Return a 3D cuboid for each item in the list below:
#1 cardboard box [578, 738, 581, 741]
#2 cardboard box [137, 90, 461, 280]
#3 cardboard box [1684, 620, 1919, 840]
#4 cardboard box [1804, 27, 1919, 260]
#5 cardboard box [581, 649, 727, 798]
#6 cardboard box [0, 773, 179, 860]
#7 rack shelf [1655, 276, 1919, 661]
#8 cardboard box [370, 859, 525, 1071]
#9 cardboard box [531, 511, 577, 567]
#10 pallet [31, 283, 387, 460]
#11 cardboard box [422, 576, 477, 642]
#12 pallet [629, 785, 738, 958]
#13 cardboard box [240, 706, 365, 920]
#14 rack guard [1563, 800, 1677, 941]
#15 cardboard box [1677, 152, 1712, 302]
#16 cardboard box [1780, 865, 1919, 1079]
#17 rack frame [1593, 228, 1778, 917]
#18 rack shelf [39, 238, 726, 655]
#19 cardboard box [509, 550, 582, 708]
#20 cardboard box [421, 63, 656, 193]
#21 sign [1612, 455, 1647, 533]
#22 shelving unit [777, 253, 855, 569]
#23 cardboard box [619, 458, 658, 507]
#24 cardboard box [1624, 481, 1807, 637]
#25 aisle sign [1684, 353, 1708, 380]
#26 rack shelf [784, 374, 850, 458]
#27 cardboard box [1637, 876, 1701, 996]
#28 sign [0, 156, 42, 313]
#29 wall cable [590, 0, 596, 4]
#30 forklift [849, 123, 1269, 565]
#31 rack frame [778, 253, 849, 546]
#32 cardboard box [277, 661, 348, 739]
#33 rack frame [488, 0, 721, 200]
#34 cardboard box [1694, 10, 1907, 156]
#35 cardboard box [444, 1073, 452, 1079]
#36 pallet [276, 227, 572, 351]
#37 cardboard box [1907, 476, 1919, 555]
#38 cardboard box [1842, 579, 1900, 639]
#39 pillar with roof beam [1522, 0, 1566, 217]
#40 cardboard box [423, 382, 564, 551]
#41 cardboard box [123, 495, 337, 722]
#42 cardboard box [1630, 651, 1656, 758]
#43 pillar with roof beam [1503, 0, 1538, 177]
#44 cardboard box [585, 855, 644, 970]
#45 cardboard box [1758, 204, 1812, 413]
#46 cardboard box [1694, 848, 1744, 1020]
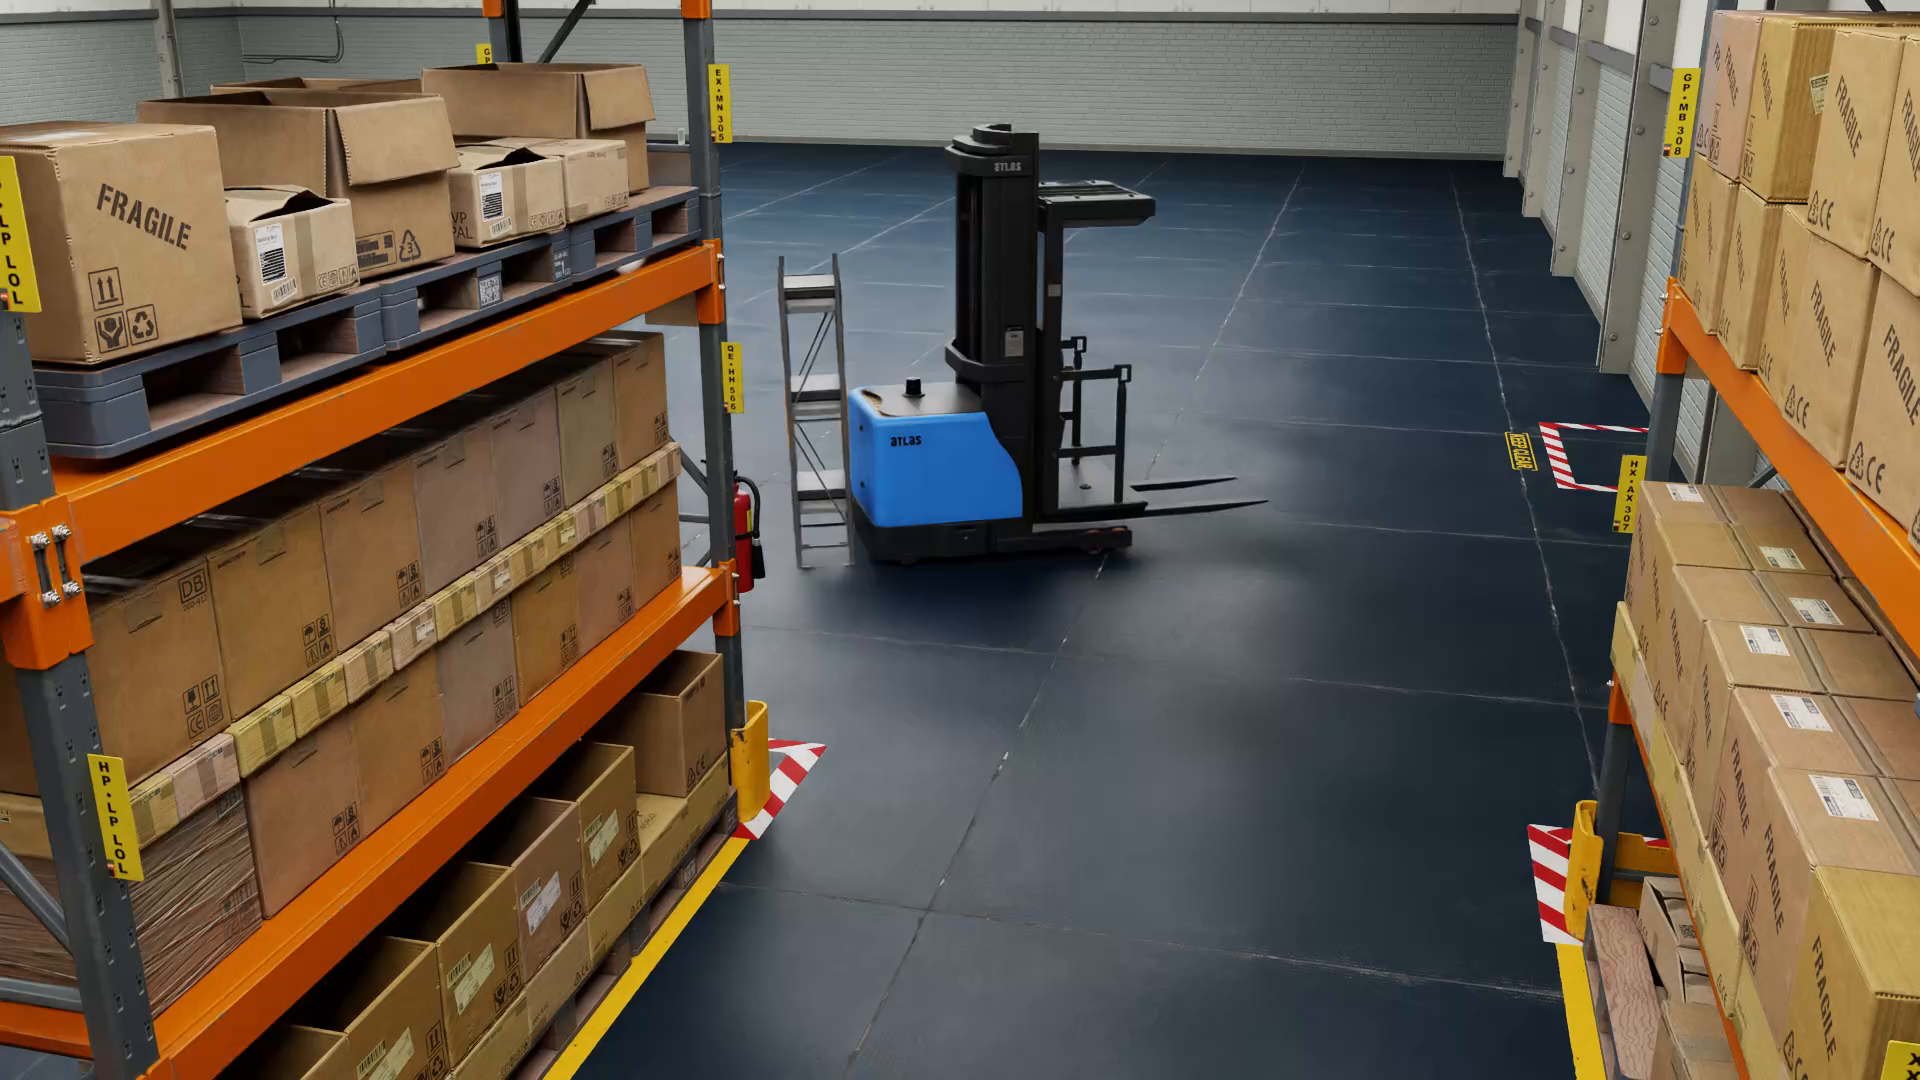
[{"bbox_3d":[-1.903,1.130,7.842,0.500,0.250,0.500,5,19,13],"label":"cardboard box"},{"bbox_3d":[-2.009,-1.108,5.126,0.797,0.503,0.637,7,20,19],"label":"cardboard box"},{"bbox_3d":[2.463,0.578,4.895,0.500,0.500,0.500,5,20,15],"label":"cardboard box"},{"bbox_3d":[2.371,-0.944,3.937,0.500,0.500,0.500,4,19,11],"label":"cardboard box"},{"bbox_3d":[-1.399,0.816,7.601,0.500,0.500,0.500,5,19,13],"label":"cardboard box"},{"bbox_3d":[-2.280,0.708,4.316,0.380,0.149,0.250,5,19,13],"label":"cardboard box"},{"bbox_3d":[2.759,-0.185,4.560,1.077,0.370,4.000,5,19,13],"label":"rack shelf"},{"bbox_3d":[-1.873,1.445,5.762,0.500,0.500,0.500,5,19,13],"label":"cardboard box"},{"bbox_3d":[-1.717,-0.019,6.444,0.380,0.149,0.250,5,20,15],"label":"cardboard box"},{"bbox_3d":[-2.350,-0.516,4.554,1.003,0.211,1.213,5,19,13],"label":"pallet"},{"bbox_3d":[-1.905,0.222,5.739,0.380,0.149,0.250,4,19,13],"label":"cardboard box"},{"bbox_3d":[-1.703,1.440,7.645,1.003,0.211,1.213,5,19,13],"label":"pallet"},{"bbox_3d":[-2.309,0.778,5.114,0.700,0.500,0.500,4,19,13],"label":"cardboard box"},{"bbox_3d":[3.229,1.474,7.098,1.175,0.500,0.348,5,19,13],"label":"rack guard"},{"bbox_3d":[2.924,-1.124,6.011,0.500,0.500,0.500,5,20,15],"label":"cardboard box"},{"bbox_3d":[2.086,1.055,3.499,0.500,0.500,0.500,5,19,13],"label":"cardboard box"},{"bbox_3d":[3.248,0.267,6.764,1.000,3.000,0.127,5,19,13],"label":"rack frame"},{"bbox_3d":[-2.045,-0.575,5.702,1.077,0.370,4.000,5,19,13],"label":"rack shelf"},{"bbox_3d":[-1.933,0.295,6.527,0.700,0.500,0.500,5,19,14],"label":"cardboard box"},{"bbox_3d":[-1.701,-1.676,6.788,0.797,0.503,0.637,6,20,17],"label":"cardboard box"},{"bbox_3d":[2.722,-0.185,6.750,0.100,0.325,0.005,5,19,13],"label":"sign"},{"bbox_3d":[-0.988,-0.883,11.504,0.431,2.100,0.503,-3,19,-4],"label":"shelving unit"},{"bbox_3d":[-1.528,-0.260,7.150,0.380,0.149,0.250,5,20,15],"label":"cardboard box"},{"bbox_3d":[2.840,0.100,6.295,0.500,0.500,0.500,5,19,13],"label":"cardboard box"},{"bbox_3d":[2.975,-1.009,6.479,0.394,0.787,0.004,5,19,13],"label":"aisle sign"},{"bbox_3d":[-0.987,-0.870,11.508,0.431,0.518,0.480,-3,19,-4],"label":"rack shelf"},{"bbox_3d":[2.992,1.541,6.514,0.500,0.311,0.500,2,19,7],"label":"cardboard box"},{"bbox_3d":[-2.005,-0.642,3.500,0.100,0.325,0.005,5,19,13],"label":"sign"},{"bbox_3d":[-8.096,-15.848,39.403,2.305,6.003,0.169,5,19,13],"label":"wall cable"},{"bbox_3d":[0.752,-1.453,11.907,3.031,2.935,1.130,-5,19,-13],"label":"forklift"},{"bbox_3d":[-1.010,-0.962,11.734,0.400,2.100,0.015,-3,19,-4],"label":"rack frame"},{"bbox_3d":[-2.095,0.466,5.025,0.380,0.149,0.250,4,19,13],"label":"cardboard box"},{"bbox_3d":[-1.556,-2.962,6.936,1.000,3.000,0.127,5,19,13],"label":"rack frame"},{"bbox_3d":[2.918,-1.581,5.801,0.500,0.500,0.500,3,19,9],"label":"cardboard box"},{"bbox_3d":[-1.999,1.956,5.425,0.500,0.250,0.500,5,19,13],"label":"cardboard box"},{"bbox_3d":[-2.050,-0.897,5.670,1.003,0.211,1.213,5,19,13],"label":"pallet"},{"bbox_3d":[2.155,-0.134,3.112,0.500,0.500,0.500,5,20,15],"label":"cardboard box"},{"bbox_3d":[3.084,0.458,5.247,0.500,0.500,0.500,4,19,12],"label":"cardboard box"},{"bbox_3d":[5.605,-10.146,27.971,9.100,9.000,0.400,5,19,13],"label":"pillar with roof beam"},{"bbox_3d":[-1.941,-0.299,6.260,0.700,0.500,0.500,5,19,14],"label":"cardboard box"},{"bbox_3d":[-2.309,0.172,4.882,0.700,0.500,0.500,5,19,13],"label":"cardboard box"},{"bbox_3d":[2.708,0.621,5.931,0.500,0.250,0.500,4,19,12],"label":"cardboard box"},{"bbox_3d":[7.071,-12.027,33.477,9.100,9.000,0.400,5,19,13],"label":"pillar with roof beam"},{"bbox_3d":[-1.632,1.486,6.801,0.500,0.250,0.500,5,19,13],"label":"cardboard box"},{"bbox_3d":[2.525,-0.626,4.552,0.500,0.500,0.500,6,20,17],"label":"cardboard box"},{"bbox_3d":[2.330,1.096,4.540,0.500,0.250,0.500,5,19,13],"label":"cardboard box"}]
